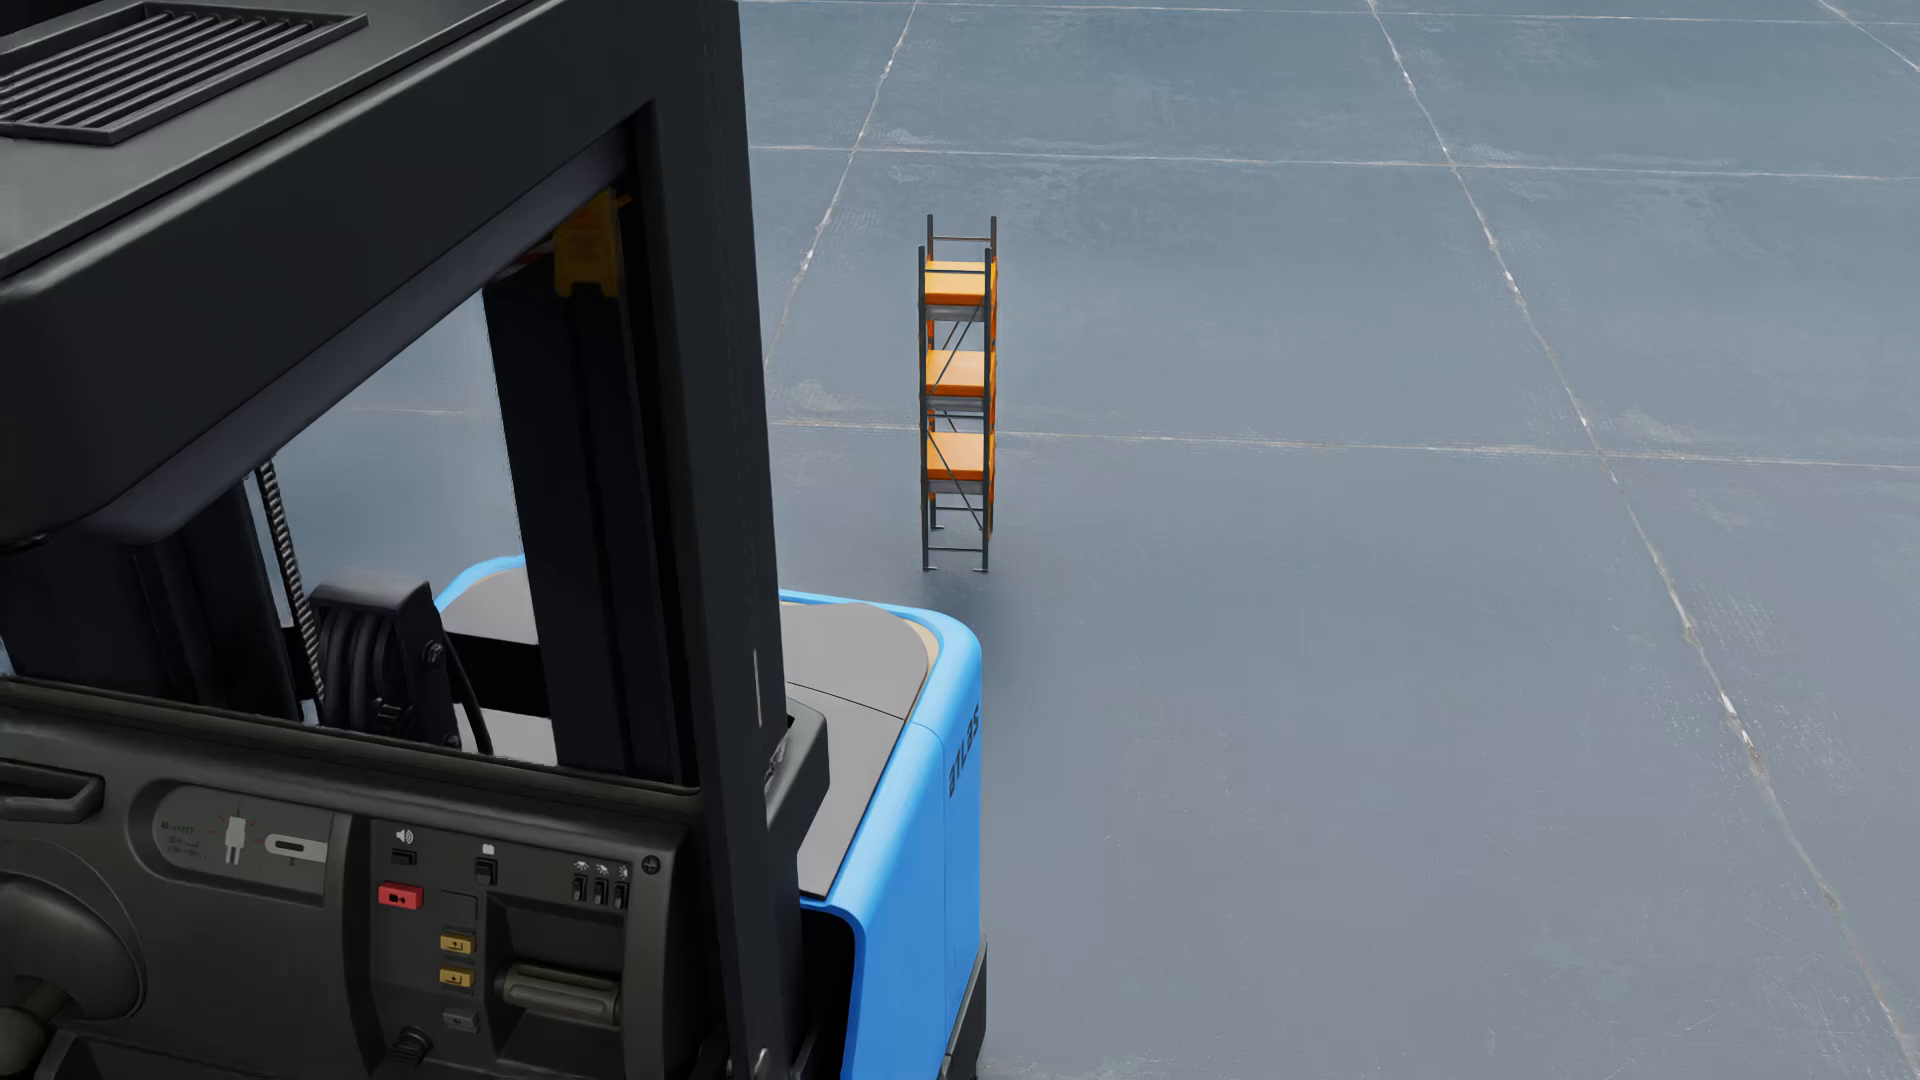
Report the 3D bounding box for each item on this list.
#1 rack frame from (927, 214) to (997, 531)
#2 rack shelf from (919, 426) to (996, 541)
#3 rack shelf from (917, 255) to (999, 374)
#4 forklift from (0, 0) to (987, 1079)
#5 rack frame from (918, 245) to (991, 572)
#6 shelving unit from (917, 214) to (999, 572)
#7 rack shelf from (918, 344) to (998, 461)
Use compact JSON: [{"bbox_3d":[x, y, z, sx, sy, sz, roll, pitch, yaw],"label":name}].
[{"bbox_3d":[0.006,-0.483,5.033,0.200,1.050,0.008,2,32,4],"label":"rack frame"},{"bbox_3d":[-0.004,-0.173,5.081,0.215,0.259,0.240,2,32,4],"label":"rack shelf"},{"bbox_3d":[-0.004,-0.652,4.786,0.215,0.259,0.240,2,32,4],"label":"rack shelf"},{"bbox_3d":[-0.801,0.489,1.663,1.130,2.935,3.031,7,32,12],"label":"forklift"},{"bbox_3d":[-0.014,-0.355,4.826,0.200,1.050,0.008,2,32,4],"label":"rack frame"},{"bbox_3d":[-0.004,-0.419,4.929,0.215,1.050,0.252,2,32,4],"label":"shelving unit"},{"bbox_3d":[-0.004,-0.410,4.935,0.215,0.259,0.240,2,32,4],"label":"rack shelf"}]
